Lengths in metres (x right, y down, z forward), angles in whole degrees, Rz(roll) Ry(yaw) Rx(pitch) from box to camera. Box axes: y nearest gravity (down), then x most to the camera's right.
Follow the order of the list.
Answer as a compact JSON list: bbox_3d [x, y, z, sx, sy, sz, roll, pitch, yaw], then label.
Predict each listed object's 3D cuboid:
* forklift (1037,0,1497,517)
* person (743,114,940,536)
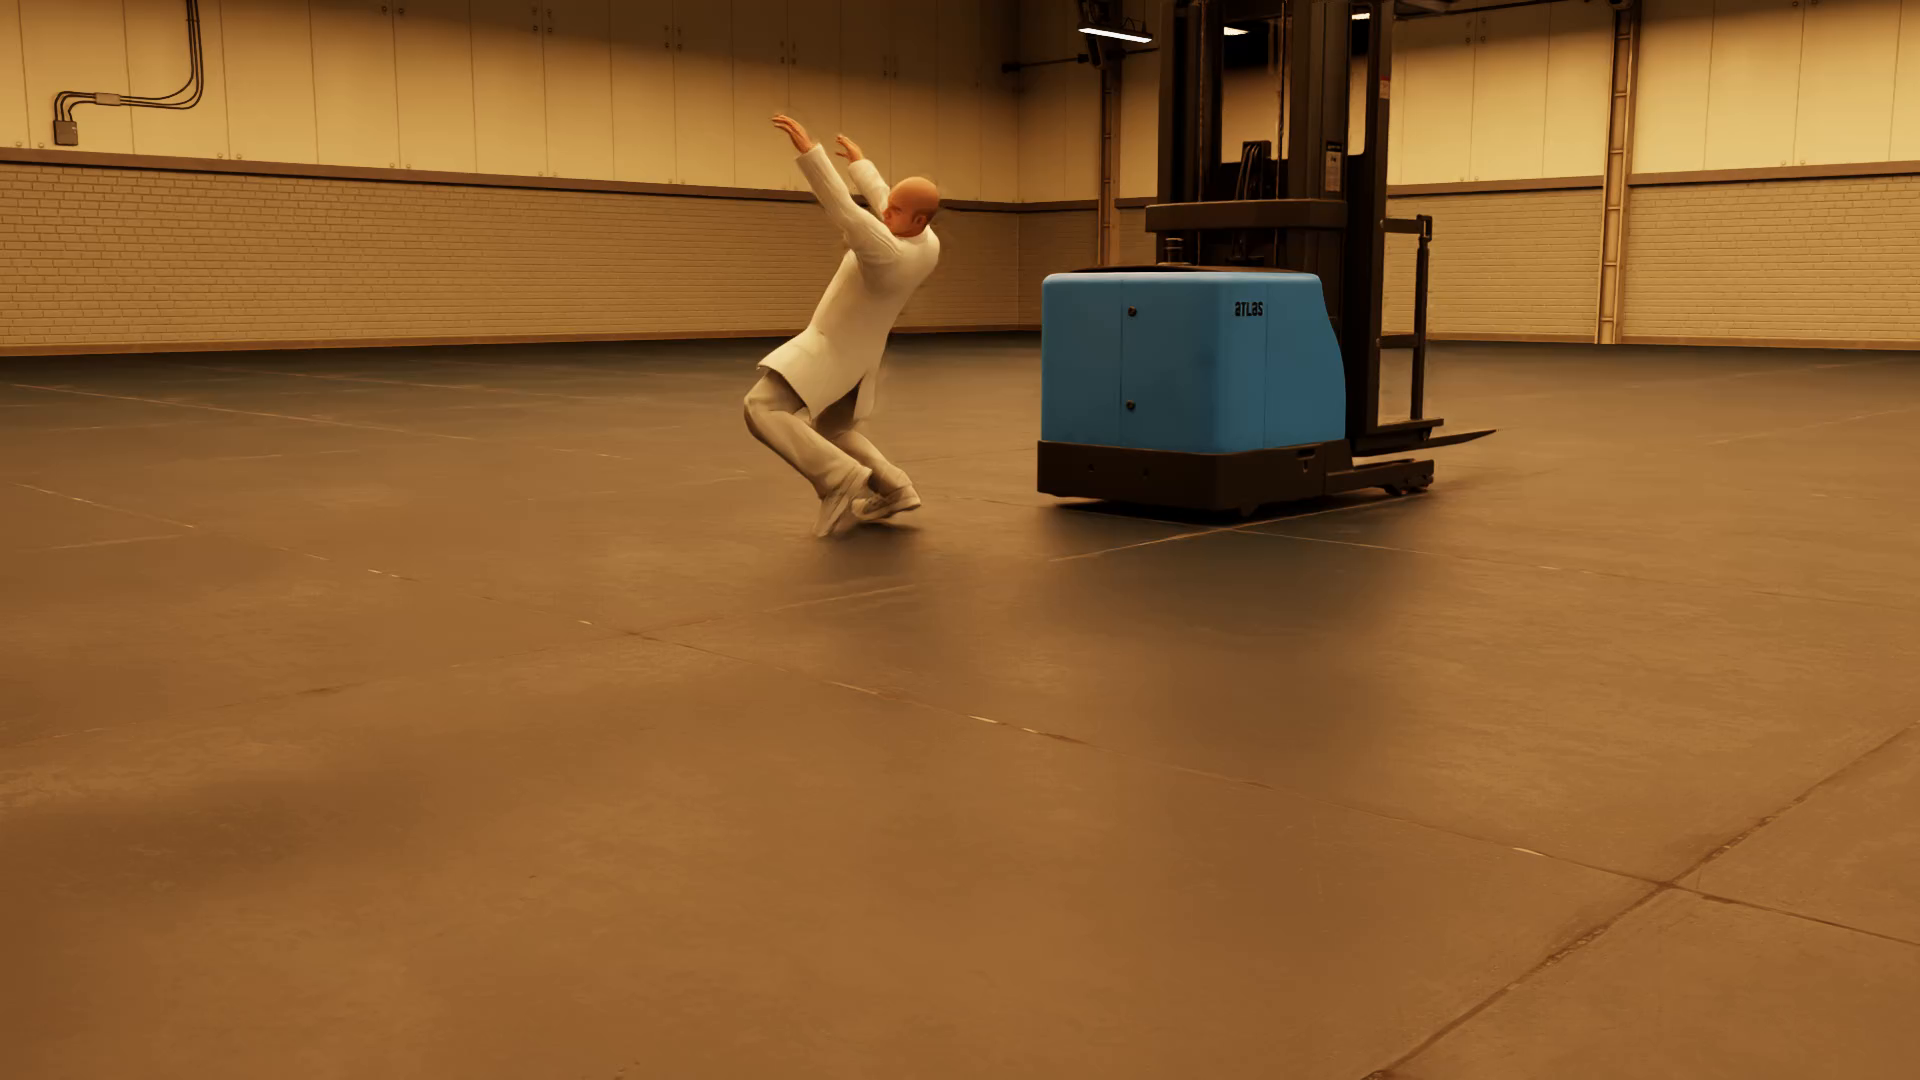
[{"bbox_3d":[1.732,-1.715,8.261,1.130,2.935,3.031,8,12,42],"label":"forklift"},{"bbox_3d":[-0.455,-0.855,6.872,0.770,1.697,1.022,4,9,22],"label":"person"}]
